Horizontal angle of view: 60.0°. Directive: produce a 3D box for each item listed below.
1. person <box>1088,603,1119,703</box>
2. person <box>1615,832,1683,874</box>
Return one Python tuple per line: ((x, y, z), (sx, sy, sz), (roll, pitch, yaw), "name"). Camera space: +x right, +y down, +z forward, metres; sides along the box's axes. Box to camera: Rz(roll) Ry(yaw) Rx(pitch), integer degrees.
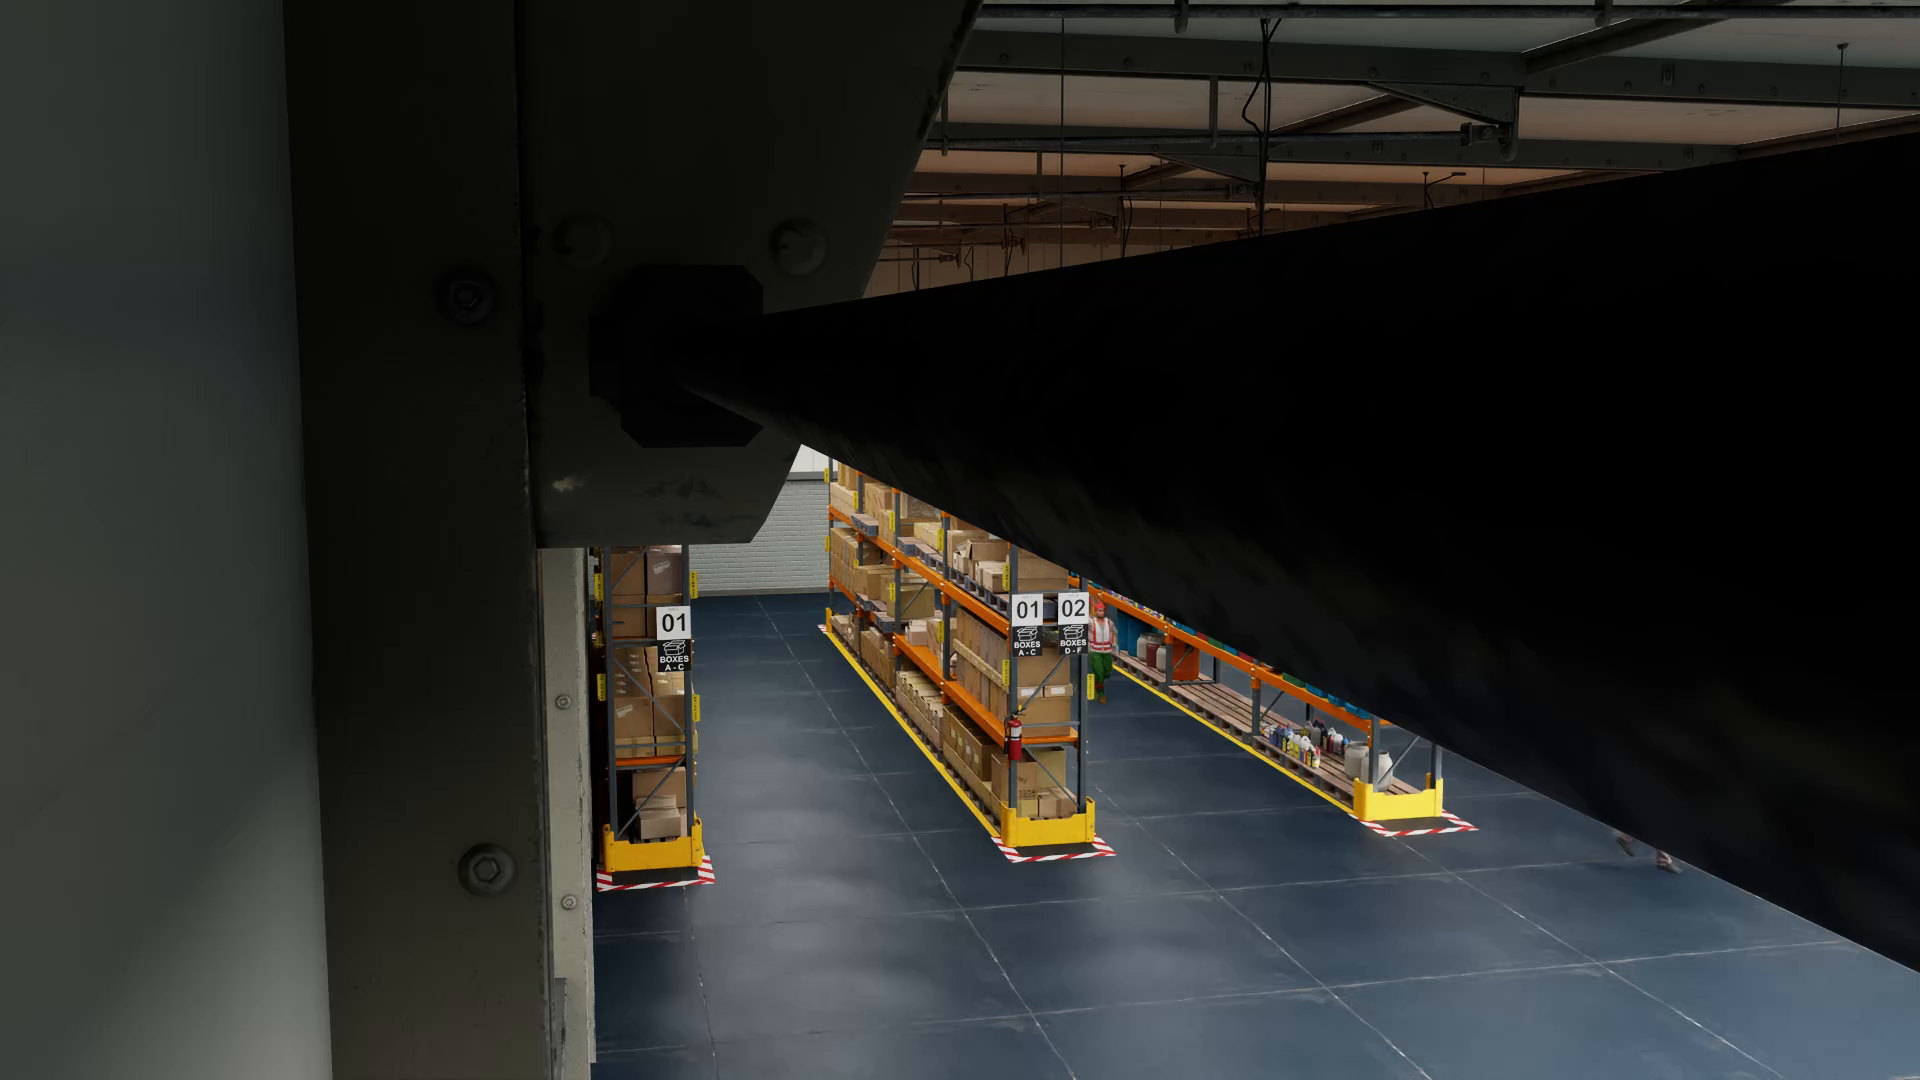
((2.456, 1.979, 29.467), (0.655, 1.753, 0.699), (-2, 7, -14), "person")
((8.329, 3.159, 20.025), (0.784, 1.651, 0.657), (4, 8, 28), "person")
